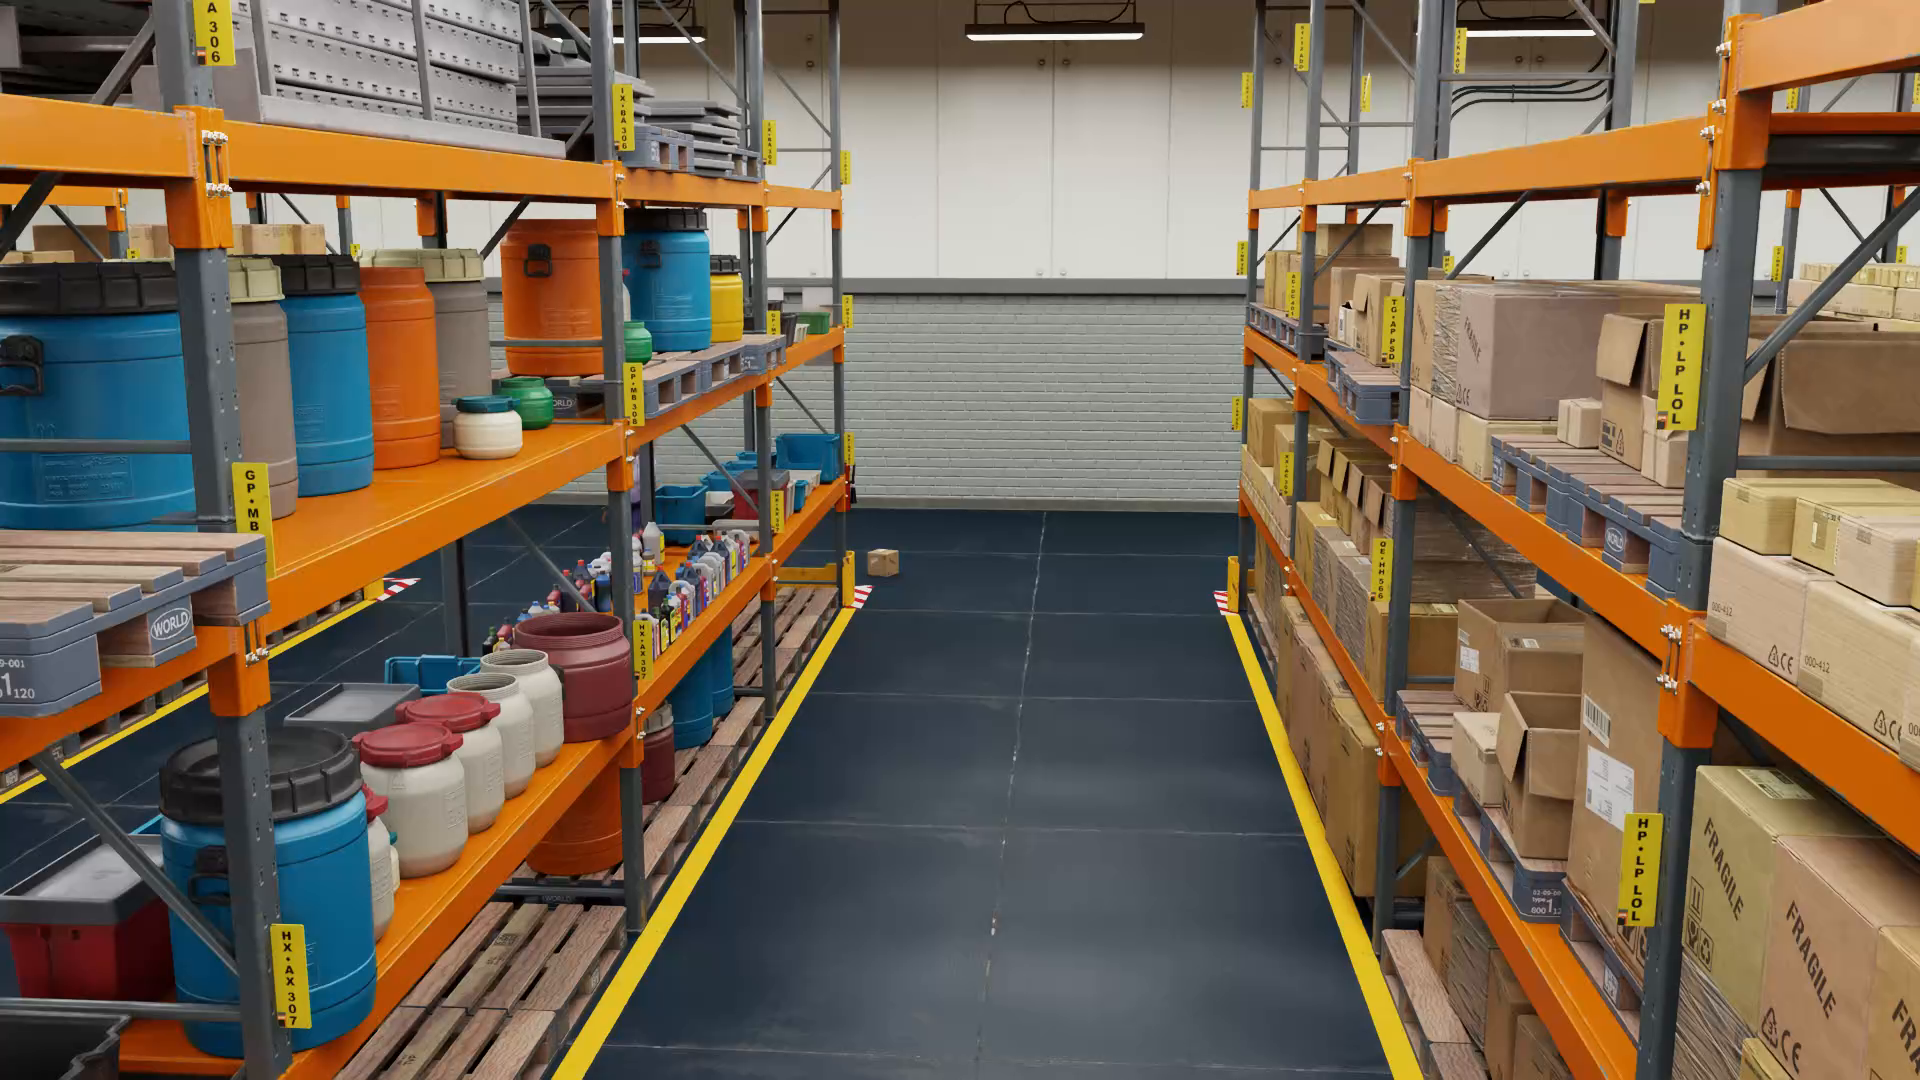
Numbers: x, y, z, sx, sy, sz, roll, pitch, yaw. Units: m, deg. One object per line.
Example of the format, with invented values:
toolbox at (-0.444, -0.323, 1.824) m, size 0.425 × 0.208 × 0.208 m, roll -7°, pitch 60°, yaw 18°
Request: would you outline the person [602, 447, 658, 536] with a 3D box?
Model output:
person at (-3.417, -0.244, 17.324) m, size 0.534 × 1.686 × 0.756 m, roll 9°, pitch 14°, yaw 39°
